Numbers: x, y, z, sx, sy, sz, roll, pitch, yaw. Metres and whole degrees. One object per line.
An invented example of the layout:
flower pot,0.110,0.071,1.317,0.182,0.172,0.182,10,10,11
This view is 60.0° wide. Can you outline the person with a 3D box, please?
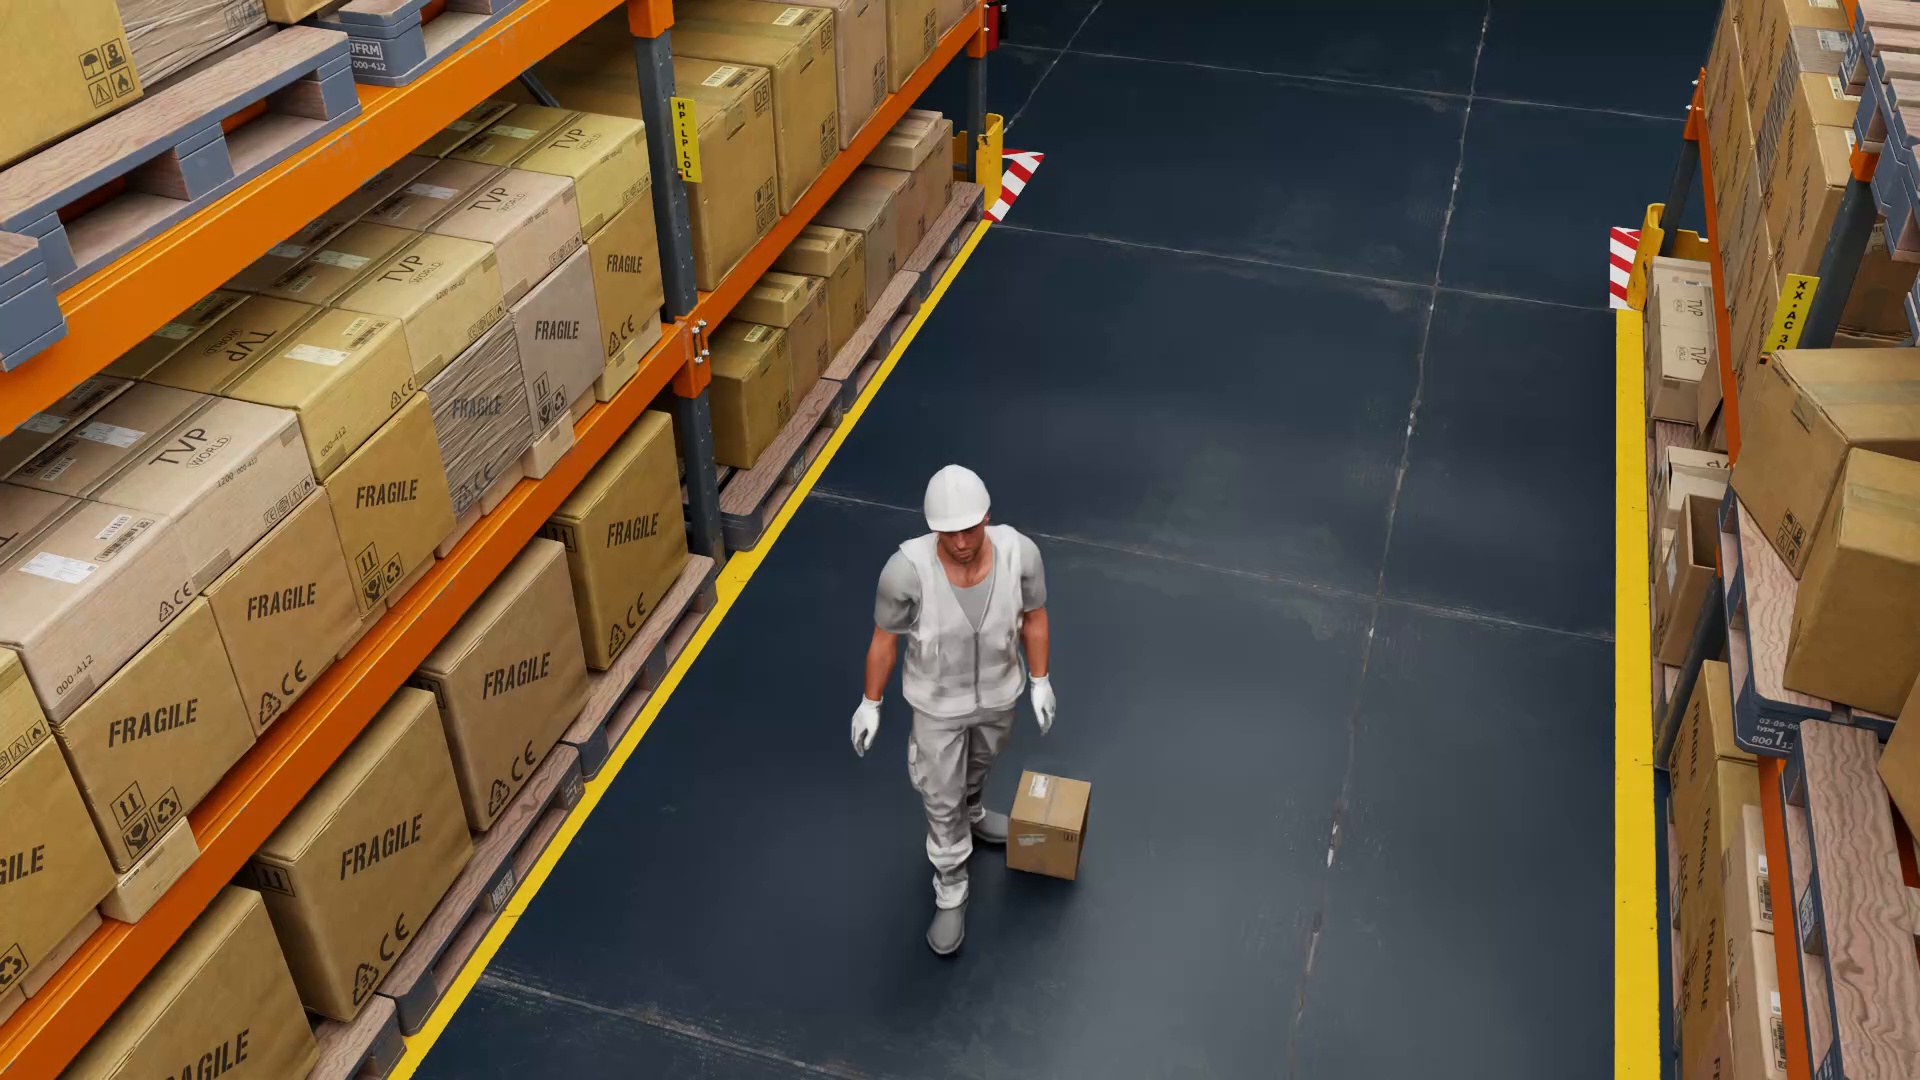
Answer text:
person,-0.027,0.523,5.430,0.680,1.790,0.636,-12,38,-16
